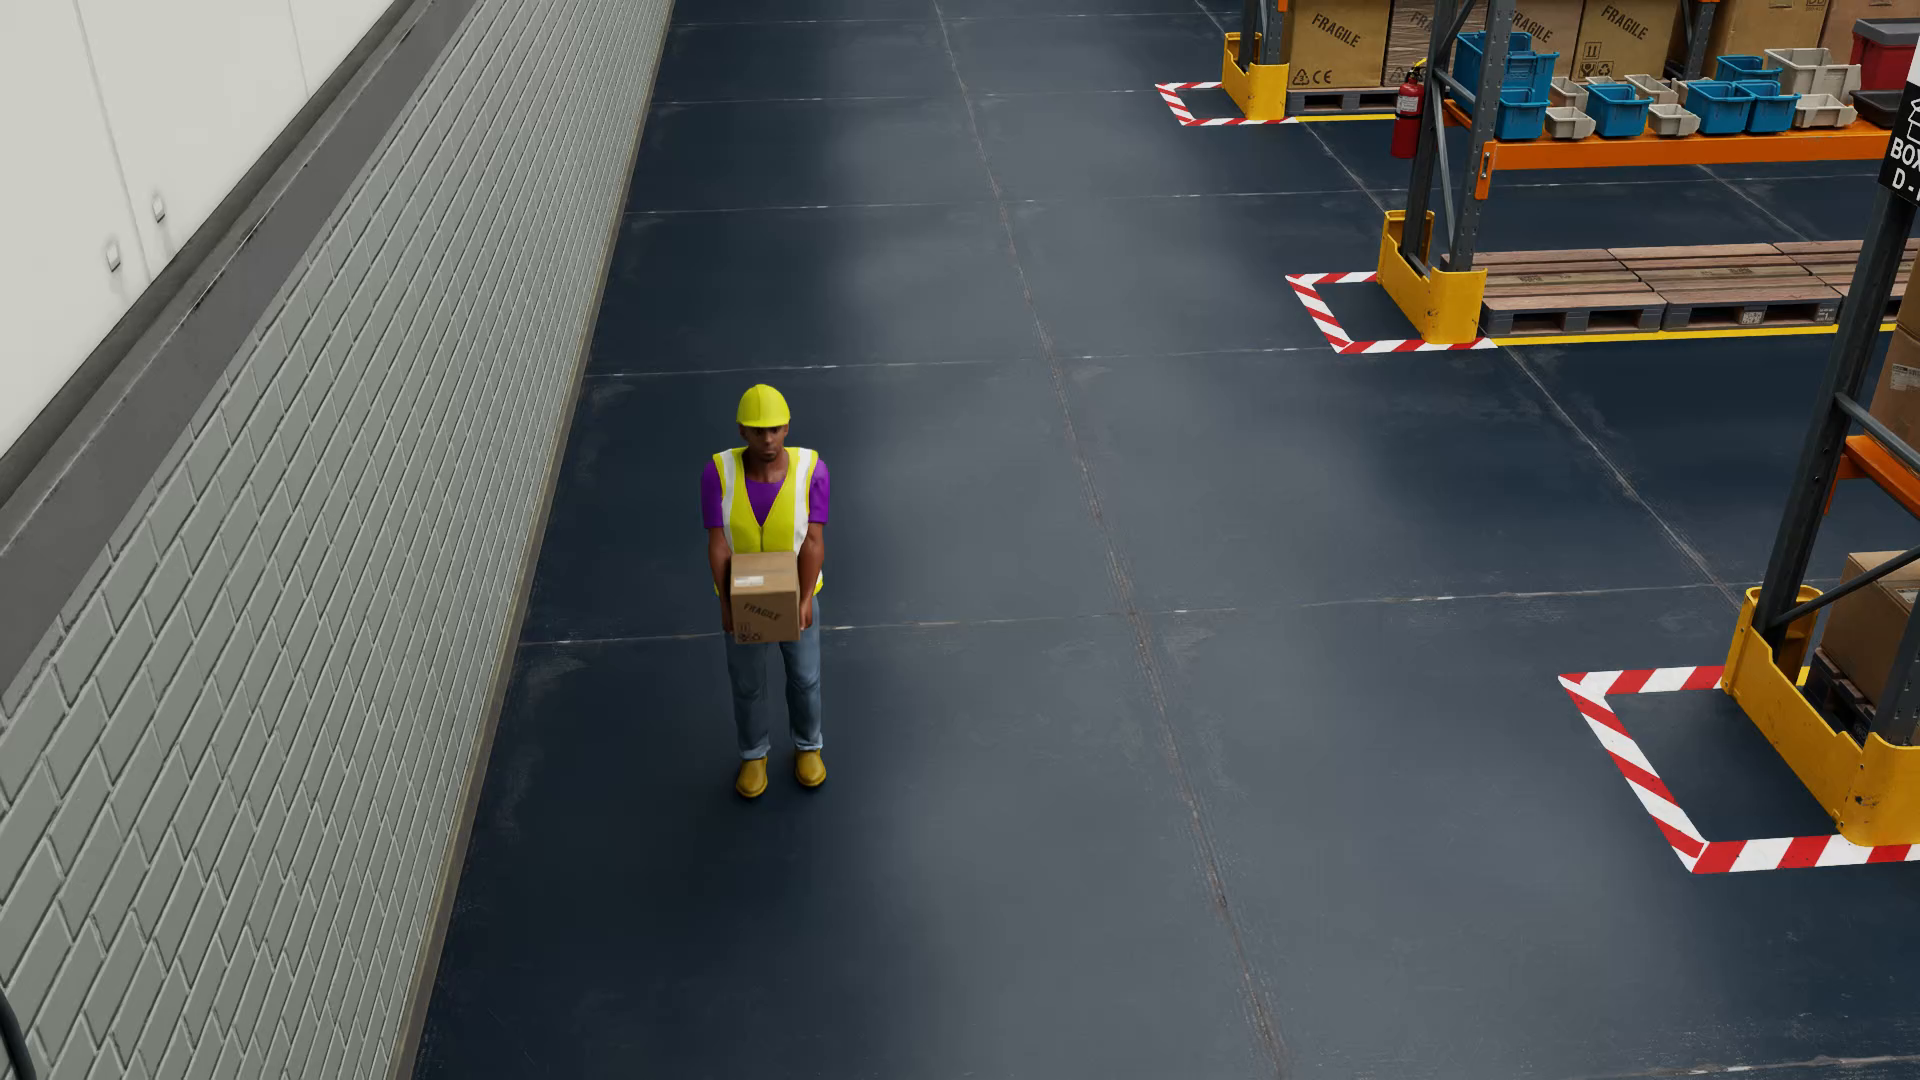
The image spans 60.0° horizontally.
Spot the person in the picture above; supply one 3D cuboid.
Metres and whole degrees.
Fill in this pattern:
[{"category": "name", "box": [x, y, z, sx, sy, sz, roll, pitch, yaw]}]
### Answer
[{"category": "person", "box": [-0.752, 0.257, 6.652, 0.502, 1.759, 0.577, -3, 31, -4]}]
